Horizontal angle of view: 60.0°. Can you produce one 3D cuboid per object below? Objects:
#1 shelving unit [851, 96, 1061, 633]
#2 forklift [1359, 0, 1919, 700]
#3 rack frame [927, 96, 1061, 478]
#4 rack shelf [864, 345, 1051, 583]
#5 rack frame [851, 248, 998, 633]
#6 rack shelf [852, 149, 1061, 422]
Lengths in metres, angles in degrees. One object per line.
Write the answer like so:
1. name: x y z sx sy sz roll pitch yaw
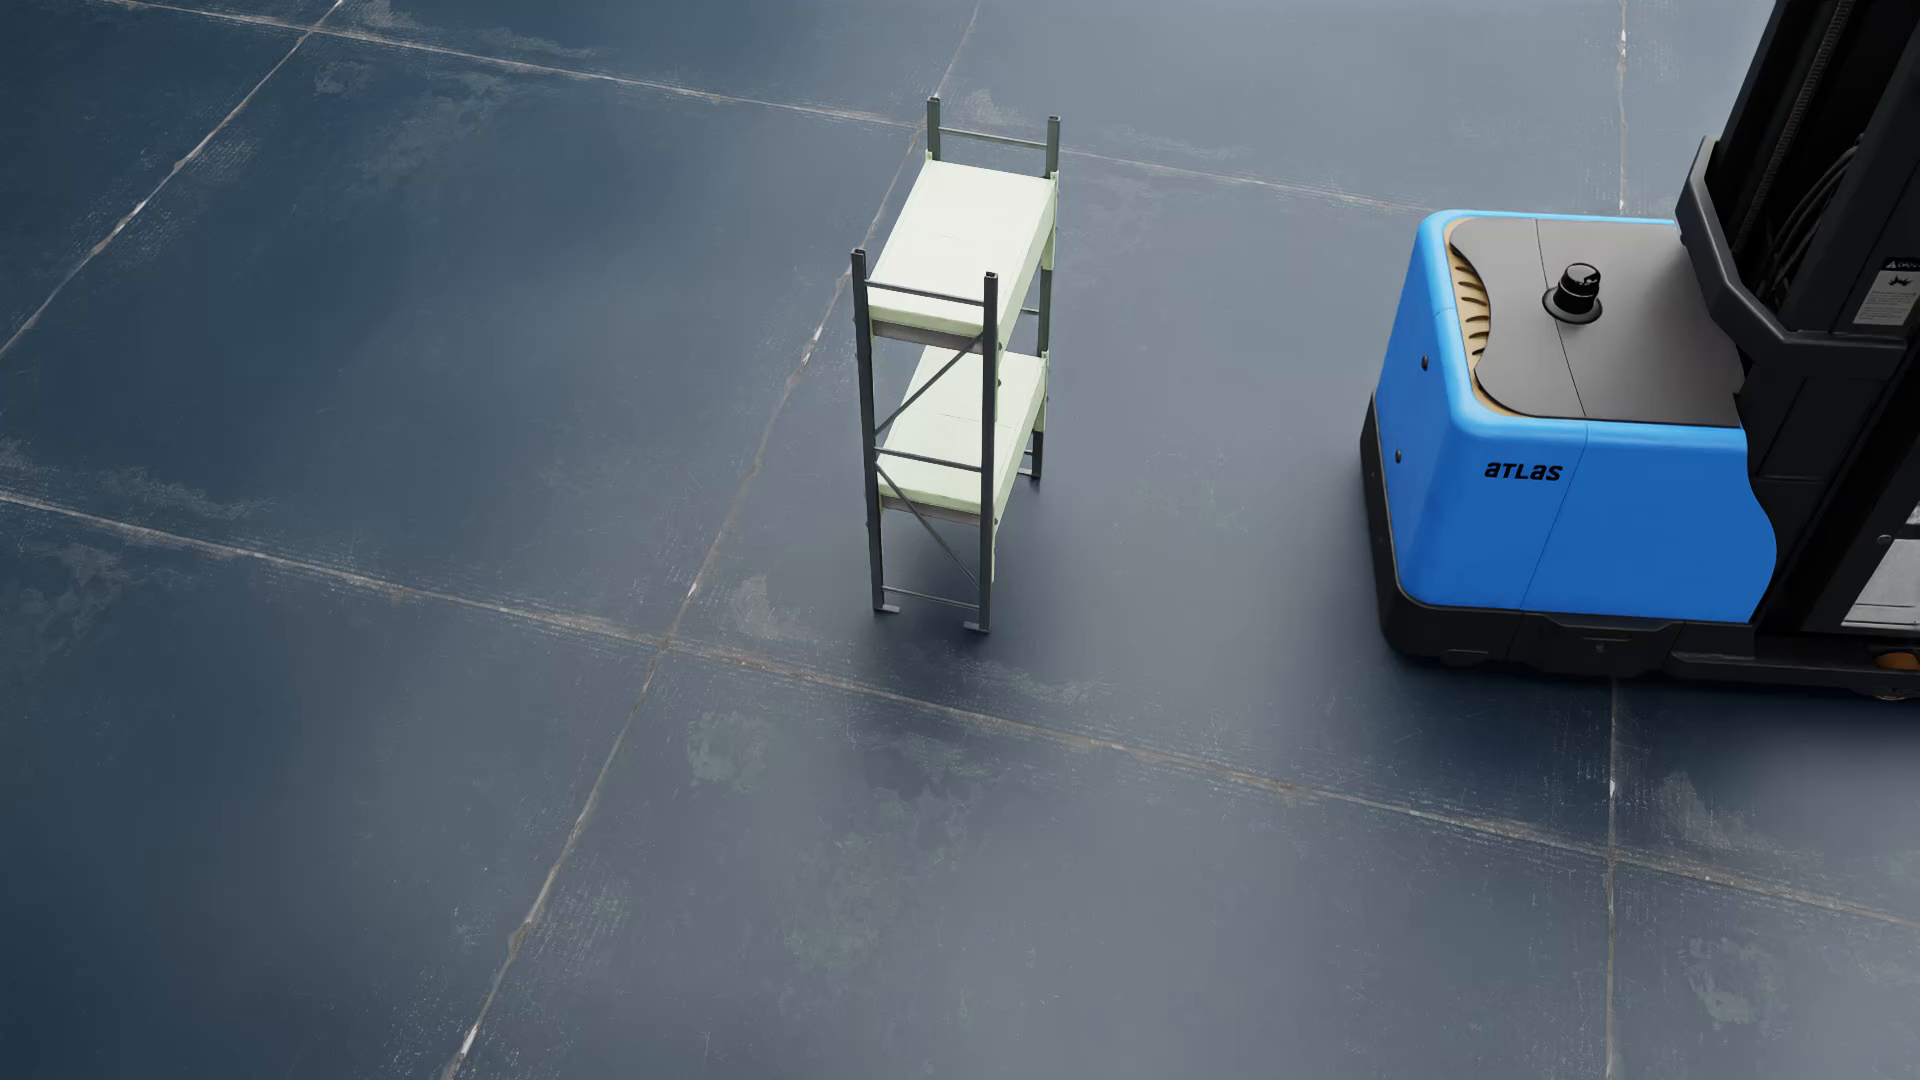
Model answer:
1. shelving unit: 0.002 -0.501 5.192 0.431 1.500 0.755 12 50 10
2. forklift: 2.911 -0.866 4.559 3.031 2.935 1.130 3 49 3
3. rack frame: 0.098 -0.766 5.426 0.400 1.500 0.023 12 50 10
4. rack shelf: 0.002 -0.285 5.436 0.431 0.370 0.720 12 50 10
5. rack frame: -0.095 -0.236 4.958 0.400 1.500 0.023 12 50 10
6. rack shelf: 0.002 -0.759 4.899 0.431 0.370 0.720 12 50 10
